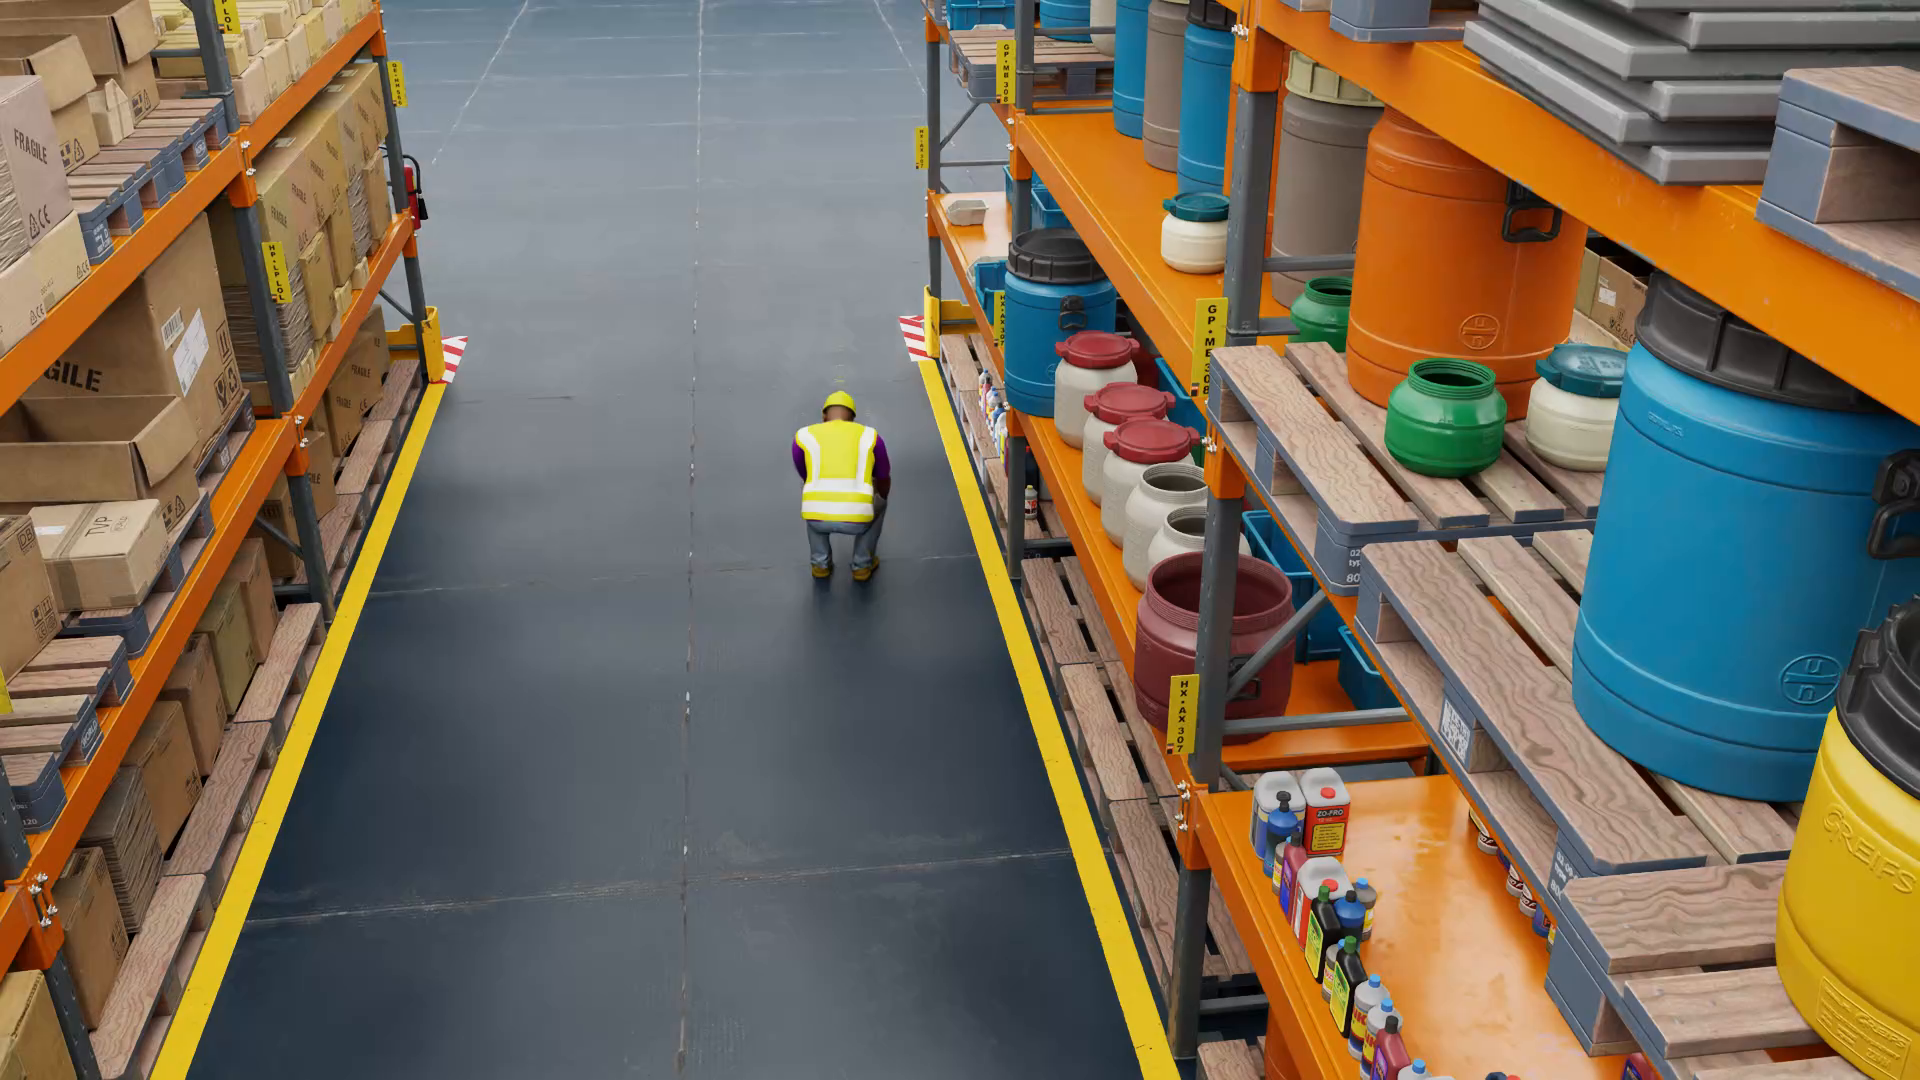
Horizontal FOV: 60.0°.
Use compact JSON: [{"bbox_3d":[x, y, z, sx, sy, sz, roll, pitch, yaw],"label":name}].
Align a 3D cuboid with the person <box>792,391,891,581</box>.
[{"bbox_3d":[-0.734,-0.330,10.091,0.578,1.001,0.919,3,27,6],"label":"person"}]
